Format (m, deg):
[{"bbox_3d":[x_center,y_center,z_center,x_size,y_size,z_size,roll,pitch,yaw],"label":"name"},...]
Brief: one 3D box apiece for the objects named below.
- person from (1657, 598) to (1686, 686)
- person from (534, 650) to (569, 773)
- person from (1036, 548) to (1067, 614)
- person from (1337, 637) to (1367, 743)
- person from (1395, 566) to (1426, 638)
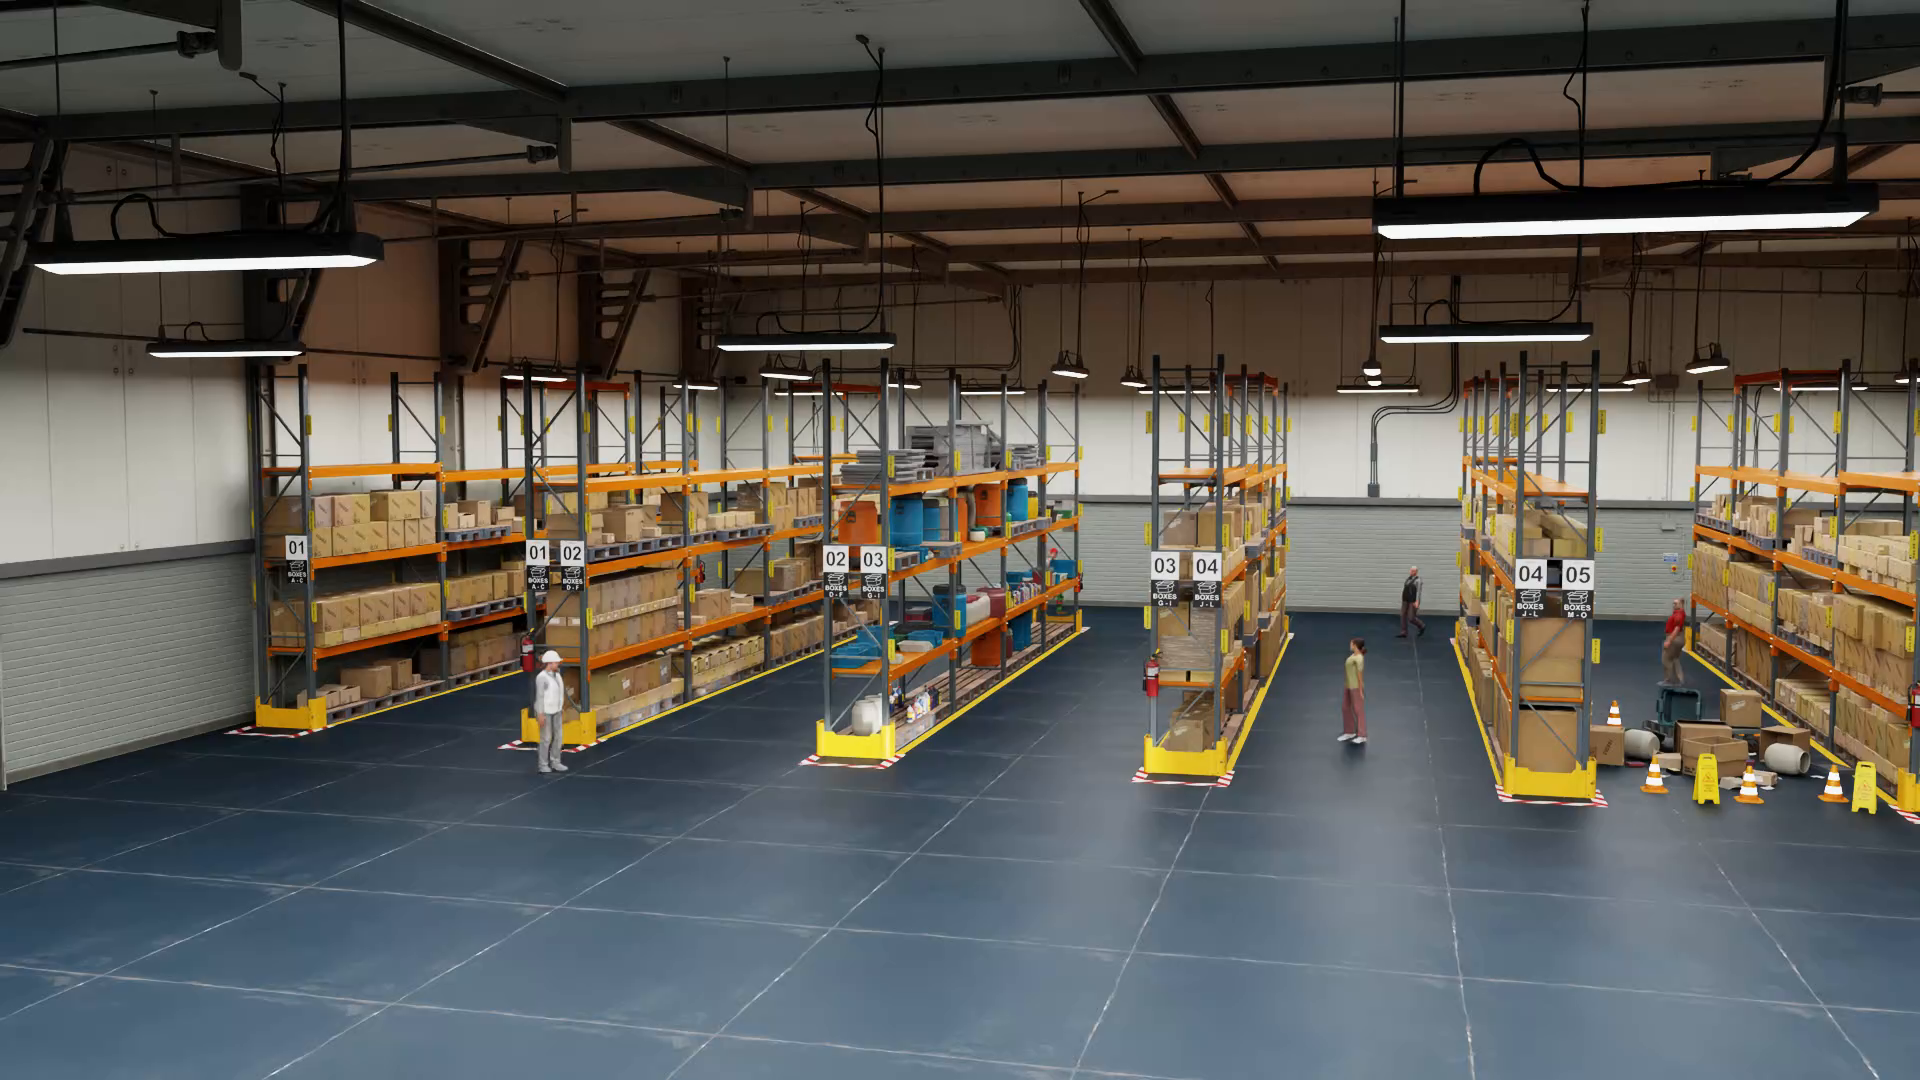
[{"bbox_3d":[13.676,1.995,31.935,0.598,1.790,0.521,-4,5,-44],"label":"person"},{"bbox_3d":[-5.913,2.471,23.972,0.441,1.779,0.582,2,4,22],"label":"person"},{"bbox_3d":[2.430,1.087,44.047,0.862,1.751,0.584,2,5,32],"label":"person"},{"bbox_3d":[6.211,2.360,26.264,0.392,1.704,0.597,-1,4,-8],"label":"person"},{"bbox_3d":[10.584,1.460,38.866,0.601,1.694,0.567,-2,5,-32],"label":"person"}]
